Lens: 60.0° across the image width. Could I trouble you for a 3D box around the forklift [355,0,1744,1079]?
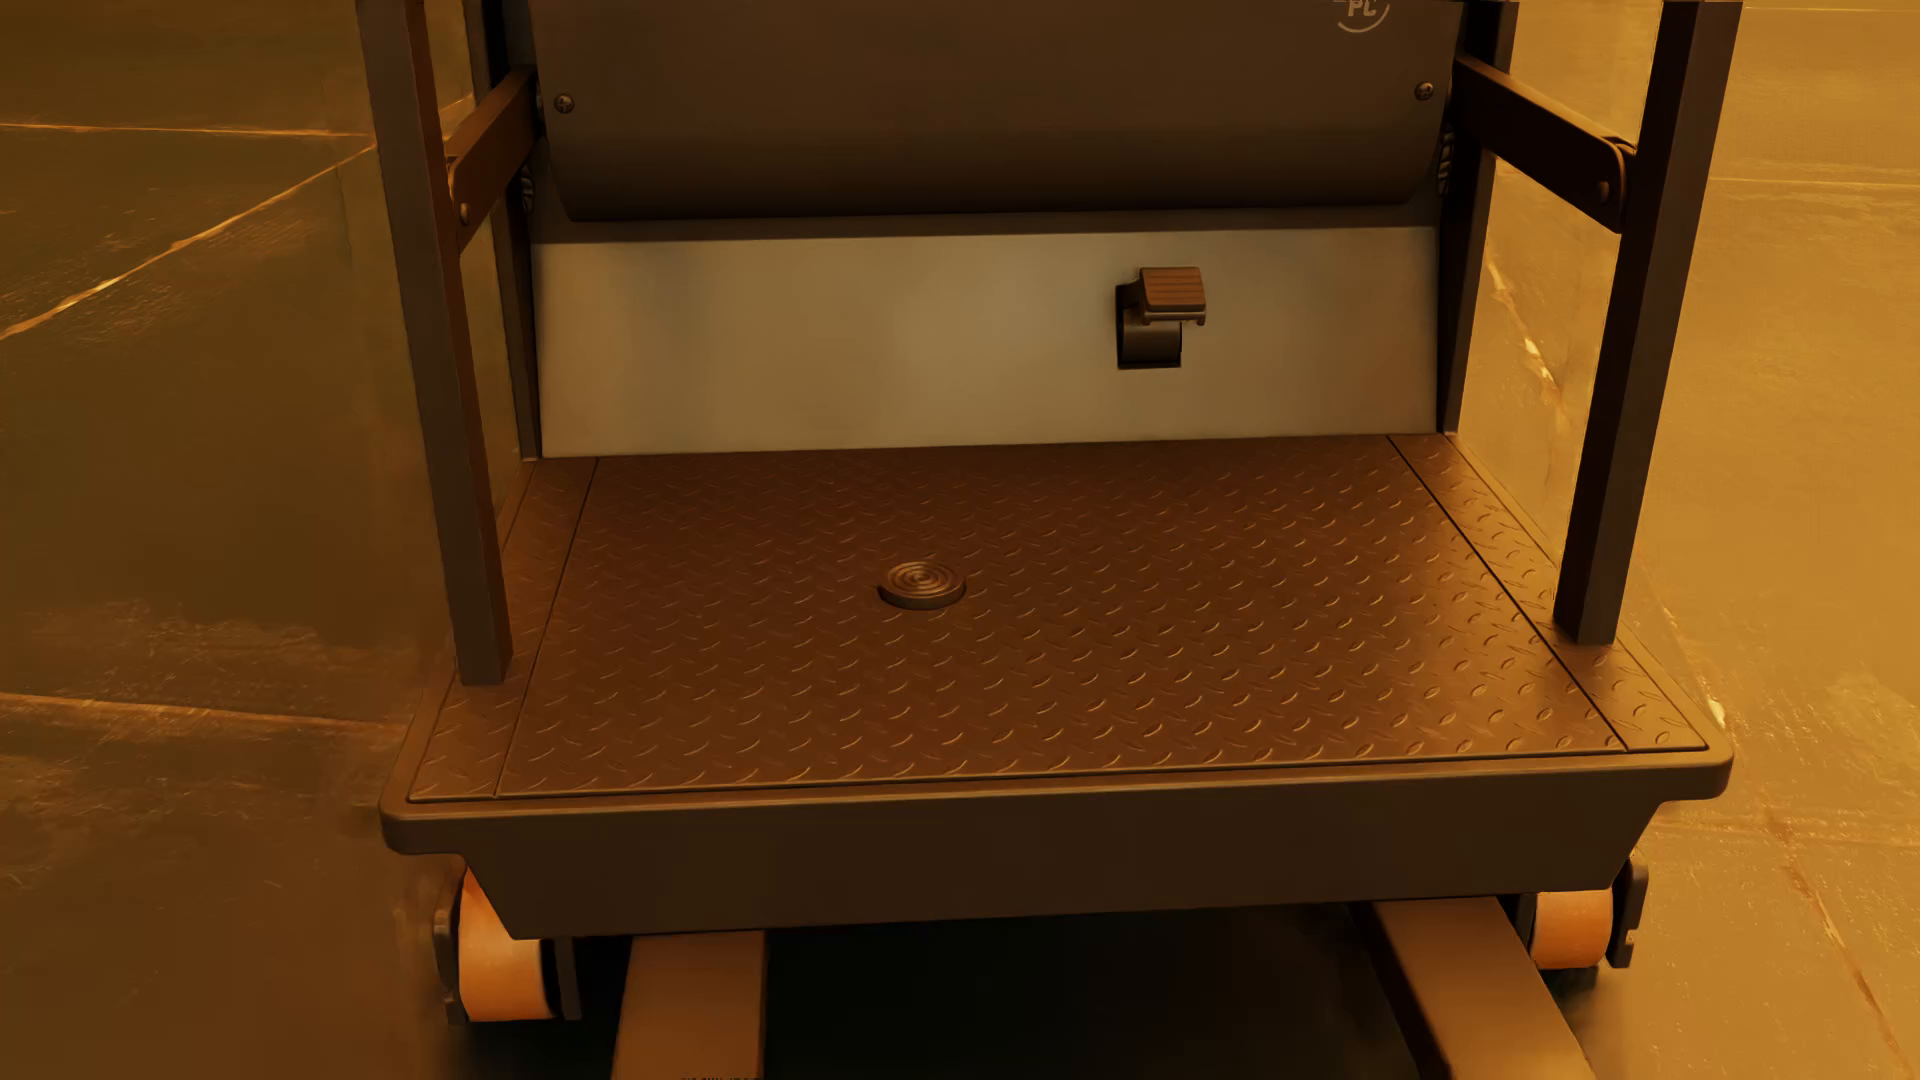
[{"bbox_3d":[0.058,-1.008,1.237,1.130,2.935,3.031,-2,27,-4],"label":"forklift"}]
